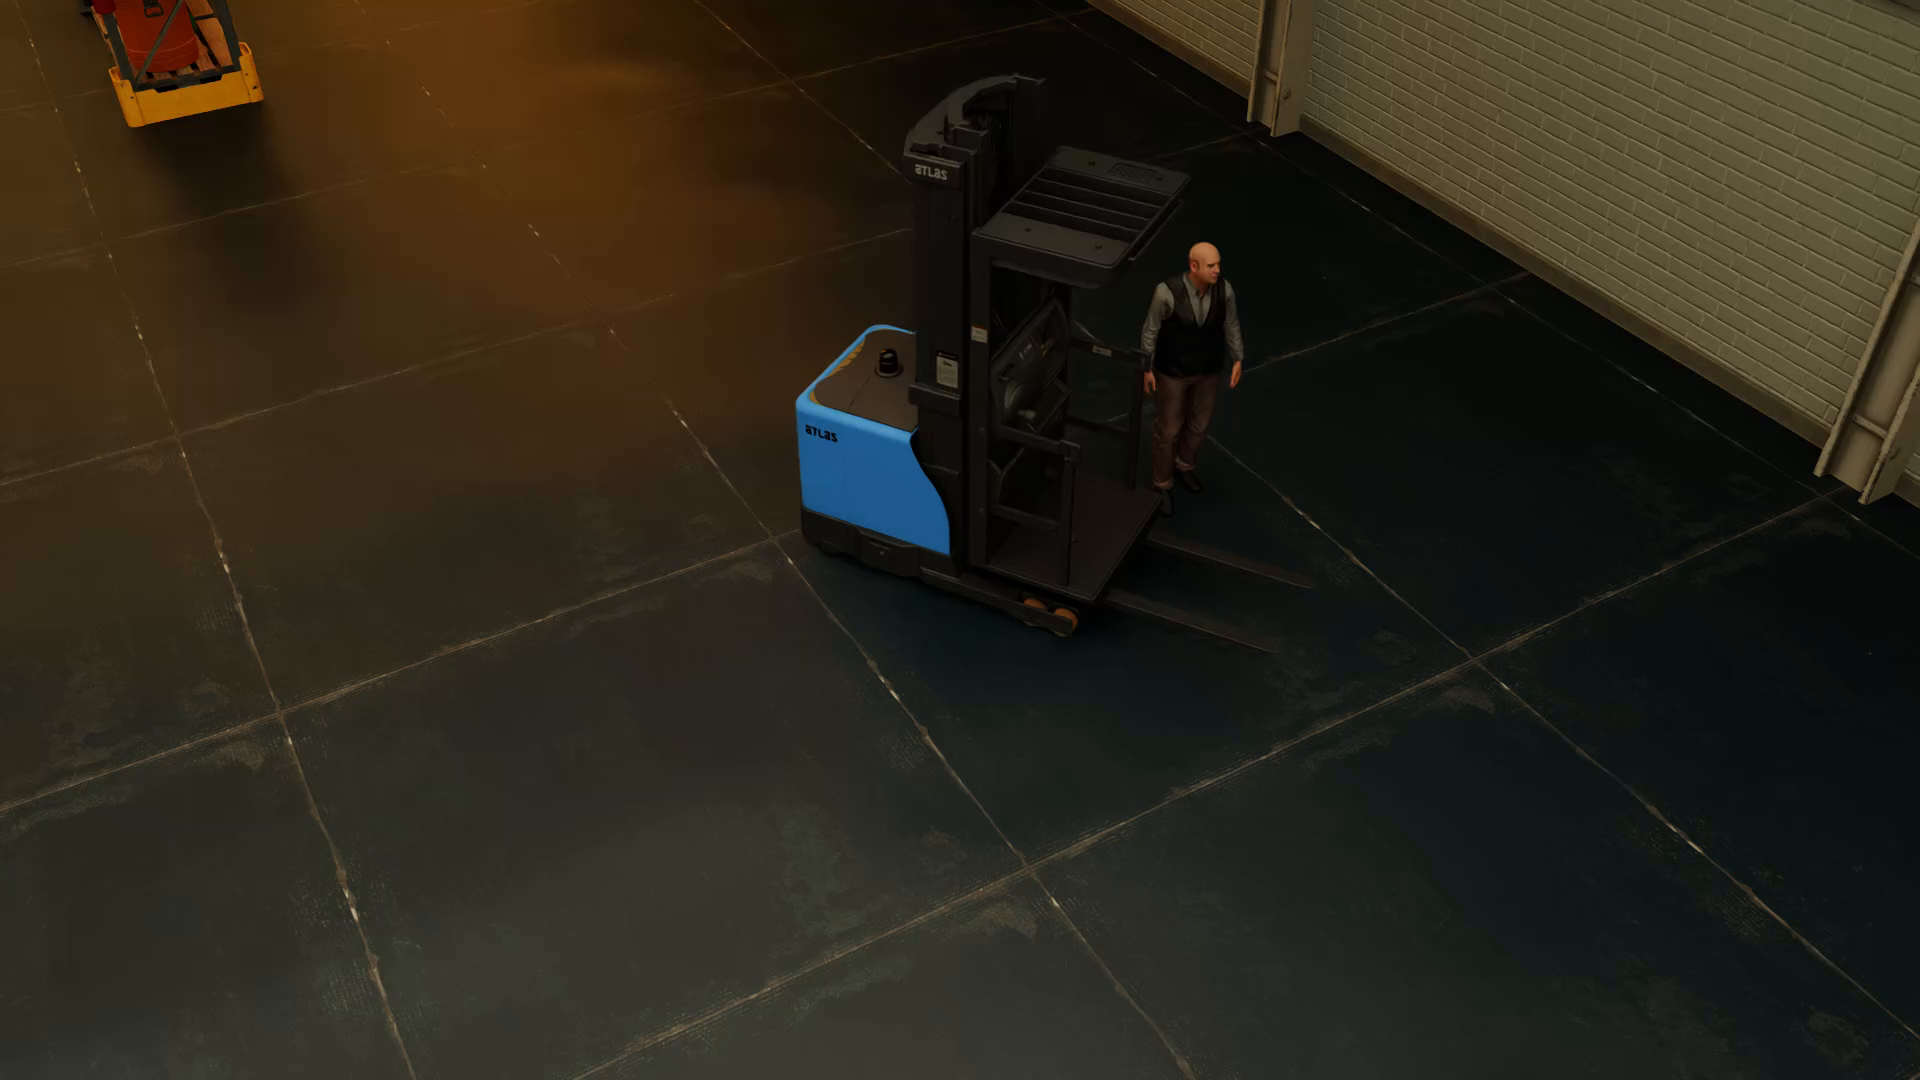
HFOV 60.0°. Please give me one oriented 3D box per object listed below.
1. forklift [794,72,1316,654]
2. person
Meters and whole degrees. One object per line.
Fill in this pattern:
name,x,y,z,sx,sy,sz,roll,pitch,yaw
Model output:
forklift,0.573,-0.957,9.190,3.031,2.935,1.130,18,43,20
person,1.443,-1.002,10.193,0.656,1.721,0.559,-11,41,-13
